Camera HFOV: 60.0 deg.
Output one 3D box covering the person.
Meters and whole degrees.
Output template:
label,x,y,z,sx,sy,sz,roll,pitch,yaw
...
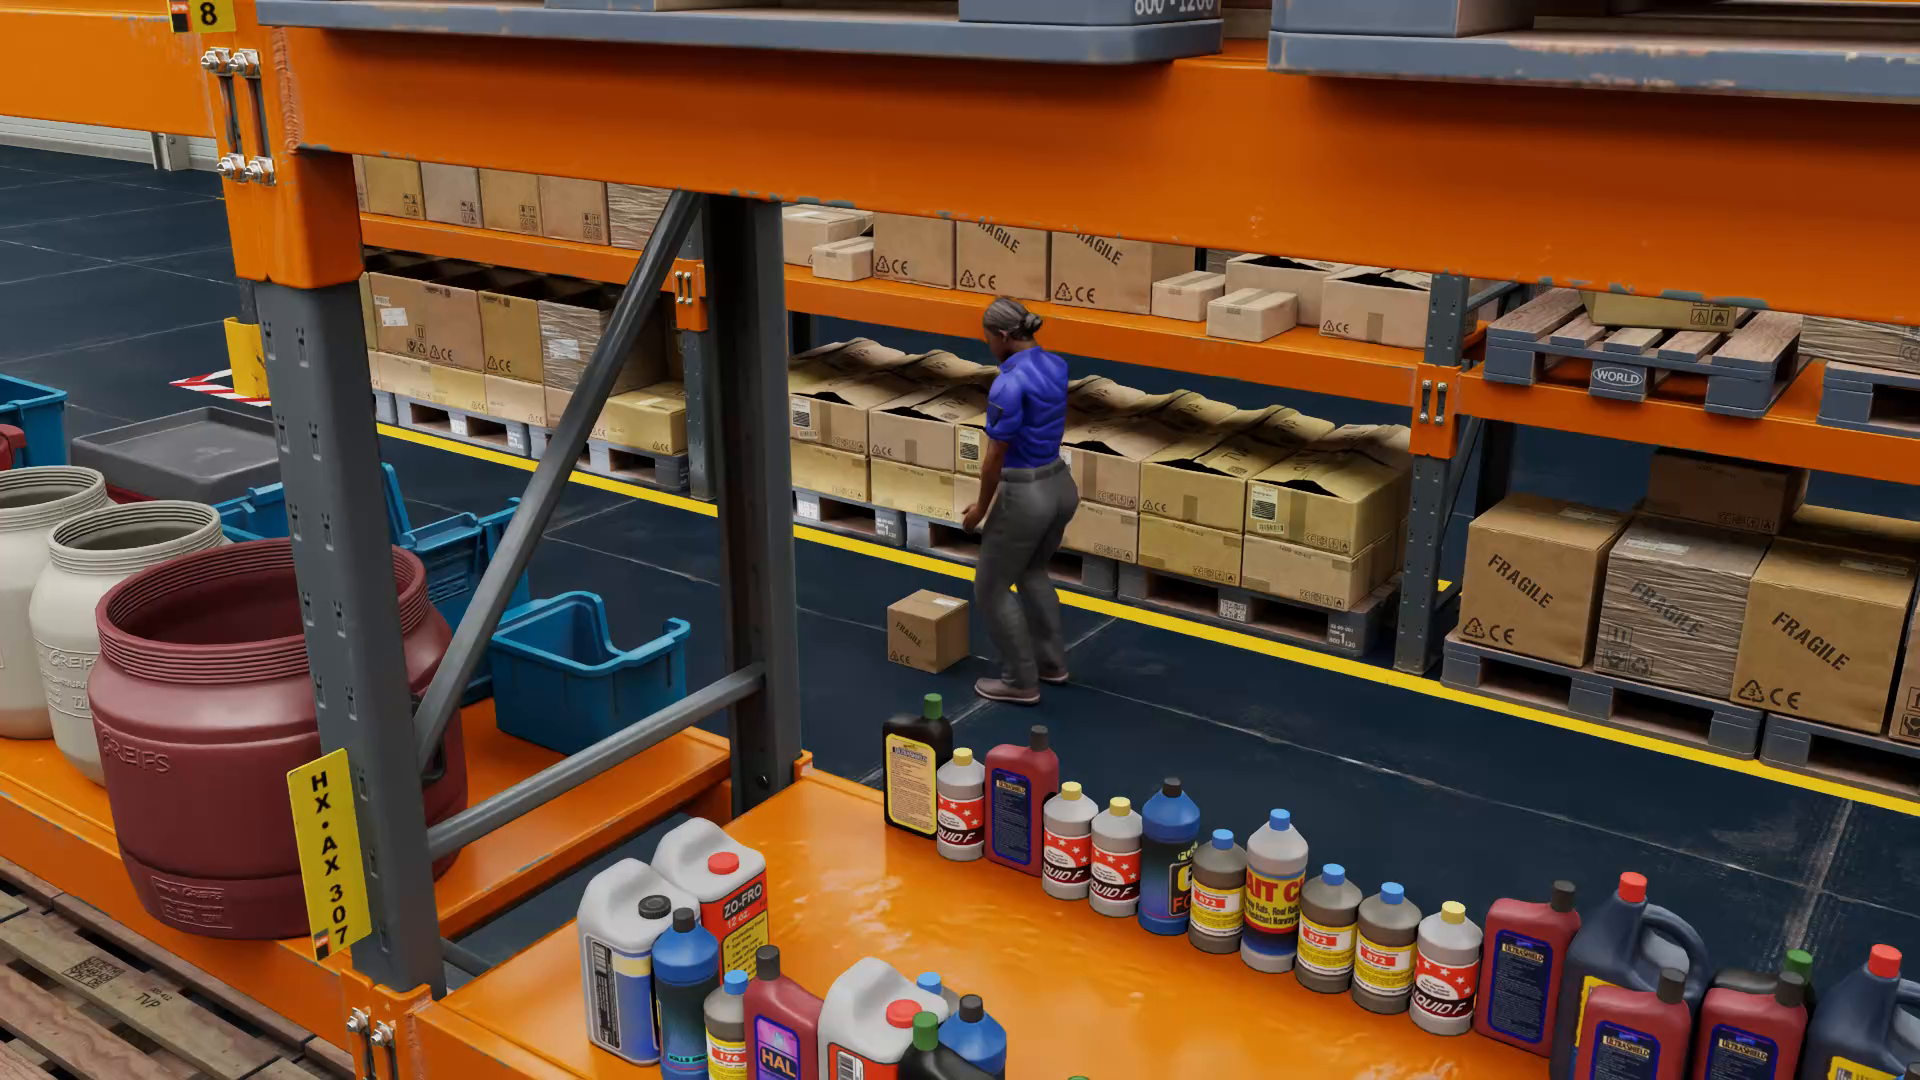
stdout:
label,x,y,z,sx,sy,sz,roll,pitch,yaw
person,0.244,-0.140,6.546,0.361,1.618,0.454,14,24,33
